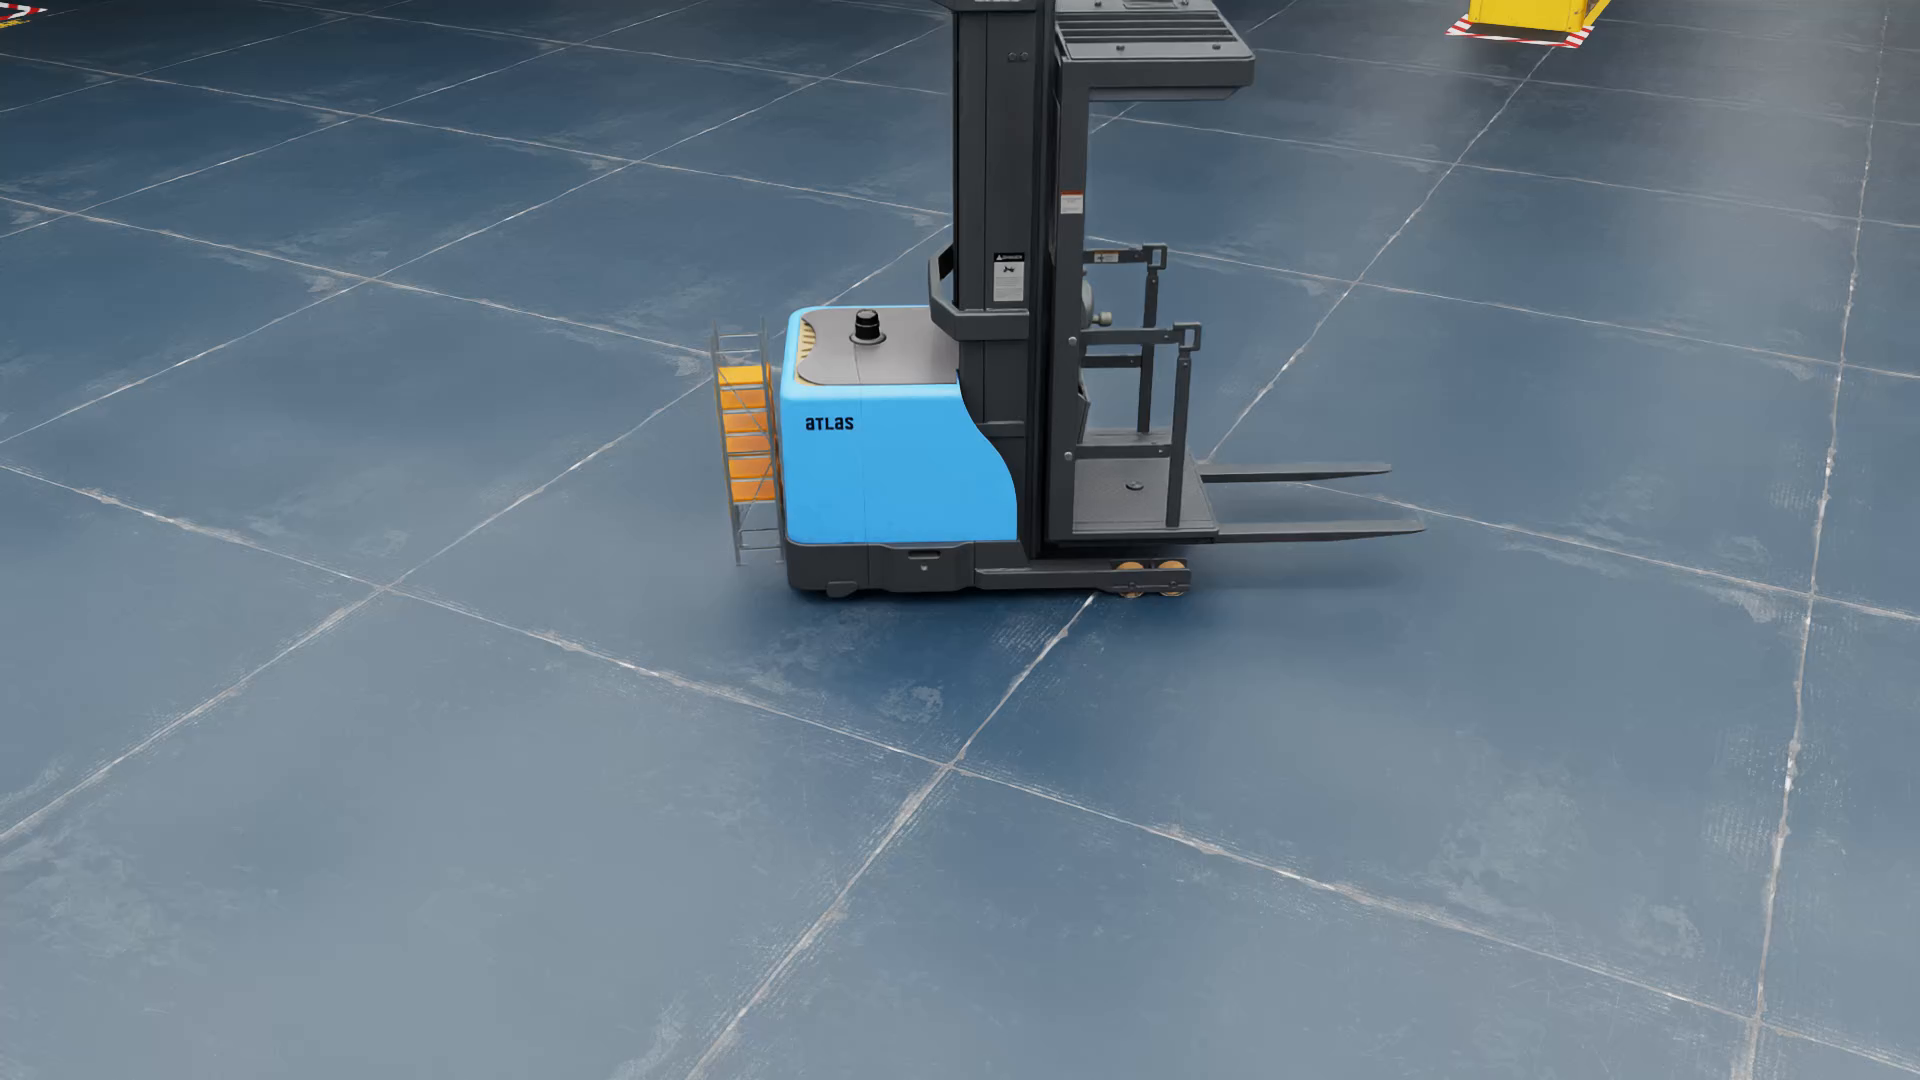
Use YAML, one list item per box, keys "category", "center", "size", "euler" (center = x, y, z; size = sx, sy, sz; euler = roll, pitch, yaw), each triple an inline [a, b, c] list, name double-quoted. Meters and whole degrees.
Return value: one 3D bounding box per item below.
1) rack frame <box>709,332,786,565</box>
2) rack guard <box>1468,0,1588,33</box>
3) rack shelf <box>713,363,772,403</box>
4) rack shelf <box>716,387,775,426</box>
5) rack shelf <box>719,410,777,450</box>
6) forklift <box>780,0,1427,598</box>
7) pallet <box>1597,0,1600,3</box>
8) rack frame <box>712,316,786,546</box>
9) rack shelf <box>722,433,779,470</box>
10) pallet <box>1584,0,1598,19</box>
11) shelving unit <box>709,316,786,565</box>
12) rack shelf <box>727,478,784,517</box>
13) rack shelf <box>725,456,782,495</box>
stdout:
- category: "rack frame"
  center: [-0.982, -0.405, 7.741]
  size: [0.240, 1.200, 0.006]
  euler: [-3, 30, -2]
- category: "rack guard"
  center: [6.096, -5.786, 17.824]
  size: [1.175, 0.500, 0.348]
  euler: [14, 33, 23]
- category: "rack shelf"
  center: [-0.998, -0.724, 7.663]
  size: [0.258, 0.103, 0.180]
  euler: [-3, 30, -2]
- category: "rack shelf"
  center: [-0.994, -0.620, 7.723]
  size: [0.258, 0.103, 0.180]
  euler: [-3, 30, -2]
- category: "rack shelf"
  center: [-0.990, -0.516, 7.782]
  size: [0.258, 0.103, 0.180]
  euler: [-3, 30, -2]
- category: "forklift"
  center: [0.692, -1.265, 7.509]
  size: [3.031, 2.935, 1.130]
  euler: [-1, 30, -2]
- category: "pallet"
  center: [7.055, -6.552, 19.447]
  size: [1.003, 0.211, 1.213]
  euler: [14, 33, 23]
- category: "rack frame"
  center: [-0.992, -0.496, 7.899]
  size: [0.240, 1.200, 0.006]
  euler: [-3, 30, -2]
- category: "rack shelf"
  center: [-0.985, -0.412, 7.842]
  size: [0.258, 0.103, 0.180]
  euler: [-3, 30, -2]
- category: "pallet"
  center: [6.498, -6.013, 18.509]
  size: [1.003, 0.211, 1.213]
  euler: [14, 33, 23]
- category: "shelving unit"
  center: [-0.987, -0.451, 7.820]
  size: [0.258, 1.200, 0.189]
  euler: [-3, 30, -2]
- category: "rack shelf"
  center: [-0.977, -0.204, 7.962]
  size: [0.258, 0.103, 0.180]
  euler: [-3, 30, -2]
- category: "rack shelf"
  center: [-0.981, -0.308, 7.902]
  size: [0.258, 0.103, 0.180]
  euler: [-3, 30, -2]
